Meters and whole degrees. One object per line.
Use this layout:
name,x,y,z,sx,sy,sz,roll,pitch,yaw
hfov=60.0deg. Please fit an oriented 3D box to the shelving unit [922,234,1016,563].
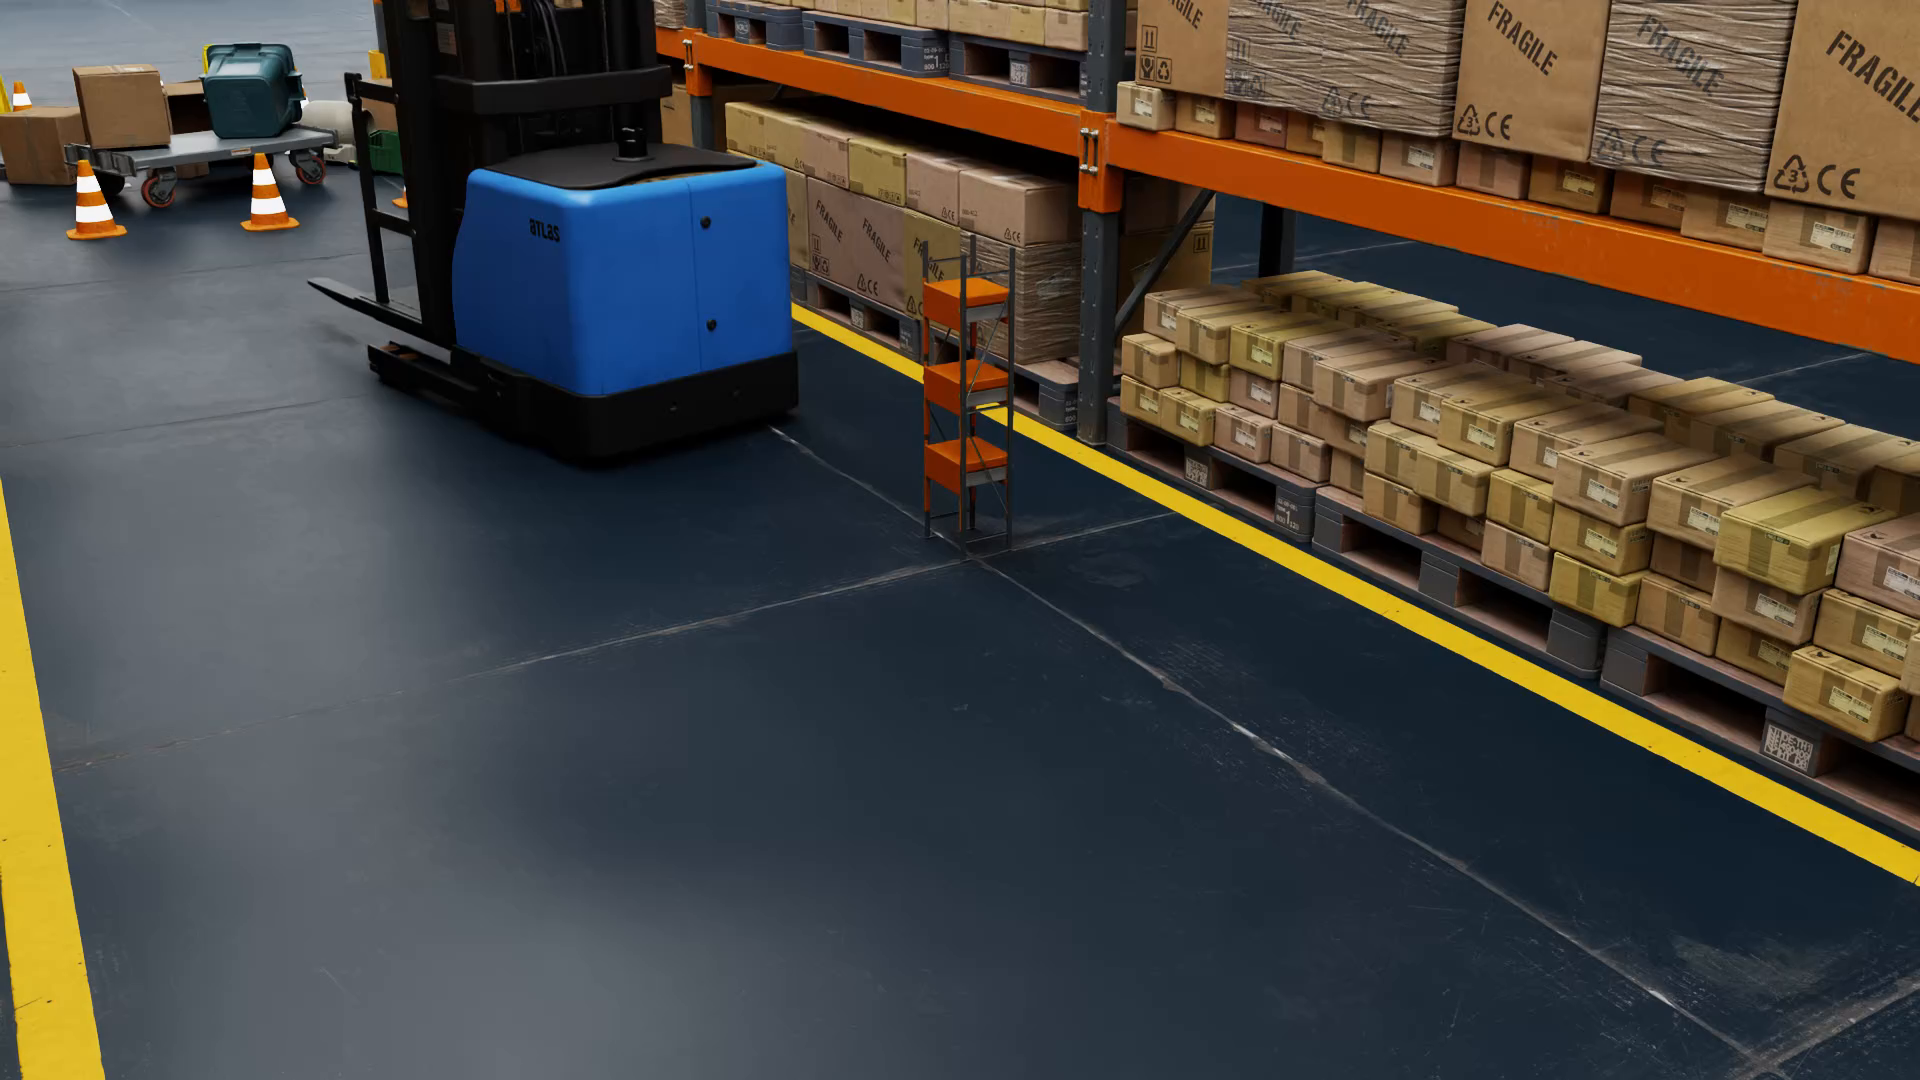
shelving unit,0.027,-0.469,5.571,0.215,1.050,0.252,-13,25,-28

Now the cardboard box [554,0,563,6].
cardboard box,-2.600,-3.963,11.444,0.500,0.500,0.500,-13,25,-29

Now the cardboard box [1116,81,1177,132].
cardboard box,0.800,-1.603,6.106,0.380,0.149,0.250,-12,25,-26

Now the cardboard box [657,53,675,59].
cardboard box,-2.266,-3.120,11.933,1.050,0.750,0.750,-13,25,-28

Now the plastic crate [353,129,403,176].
plastic crate,-4.365,-2.992,12.848,0.450,0.188,0.662,9,22,-4

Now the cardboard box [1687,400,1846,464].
cardboard box,2.411,-0.292,4.985,0.380,0.149,0.250,-12,25,-26

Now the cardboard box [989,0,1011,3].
cardboard box,0.304,-2.347,6.983,0.380,0.149,0.250,-11,25,-26

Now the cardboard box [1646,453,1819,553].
cardboard box,2.094,-0.099,4.511,0.380,0.149,0.250,-14,26,-30

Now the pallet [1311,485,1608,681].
pallet,1.938,0.023,5.473,1.003,0.211,1.213,-13,25,-28

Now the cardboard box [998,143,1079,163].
cardboard box,0.513,-1.720,7.826,0.500,0.250,0.500,-12,25,-27

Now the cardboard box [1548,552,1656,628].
cardboard box,1.931,0.103,4.804,0.380,0.149,0.250,-14,26,-31

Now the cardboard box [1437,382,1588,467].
cardboard box,1.711,-0.362,5.156,0.380,0.149,0.250,-12,25,-28

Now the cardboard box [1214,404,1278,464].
cardboard box,1.154,-0.412,6.070,0.380,0.149,0.250,-13,25,-28

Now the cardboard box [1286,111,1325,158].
cardboard box,1.311,-1.369,5.529,0.380,0.149,0.250,-14,26,-31

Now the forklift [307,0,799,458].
forklift,-2.054,-2.148,7.203,1.130,2.935,3.031,-19,29,-39

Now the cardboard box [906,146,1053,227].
cardboard box,0.088,-1.620,7.579,0.500,0.250,0.500,-11,25,-26

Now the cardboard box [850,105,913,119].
cardboard box,-0.264,-2.221,9.058,0.500,0.250,0.500,-12,25,-27

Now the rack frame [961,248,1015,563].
rack frame,0.090,-0.430,5.474,0.200,1.050,0.008,-13,25,-28

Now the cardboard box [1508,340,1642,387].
cardboard box,2.072,-0.551,5.621,0.380,0.149,0.250,-14,26,-30

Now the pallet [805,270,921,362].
pallet,-0.089,-1.230,8.556,1.003,0.211,1.213,-13,25,-28

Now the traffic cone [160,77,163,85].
traffic cone,-7.287,-4.031,15.115,0.336,0.463,0.334,-13,25,-28

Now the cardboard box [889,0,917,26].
cardboard box,-0.104,-2.464,7.666,0.380,0.149,0.250,-11,25,-26

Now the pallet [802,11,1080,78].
pallet,-0.060,-2.447,8.104,1.003,0.211,1.213,-13,25,-28

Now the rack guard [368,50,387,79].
rack guard,-5.205,-4.609,16.486,1.175,0.500,0.348,-13,25,-28

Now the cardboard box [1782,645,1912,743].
cardboard box,2.314,0.353,4.189,0.380,0.149,0.250,-12,25,-27

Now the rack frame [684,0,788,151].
rack frame,-1.106,-3.169,9.625,1.000,3.000,0.127,-13,25,-28

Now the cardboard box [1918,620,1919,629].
cardboard box,2.492,0.148,3.901,0.380,0.149,0.250,-12,25,-28

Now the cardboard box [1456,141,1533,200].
cardboard box,1.692,-1.109,4.889,0.380,0.149,0.250,-12,25,-26

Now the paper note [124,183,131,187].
paper note,-6.157,-2.603,12.176,0.148,0.019,0.142,-13,25,-28

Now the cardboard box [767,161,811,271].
cardboard box,-0.704,-1.766,8.934,0.500,0.500,0.500,-12,25,-28

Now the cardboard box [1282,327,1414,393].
cardboard box,1.349,-0.619,5.790,0.380,0.149,0.250,-13,26,-30

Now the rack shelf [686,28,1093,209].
rack shelf,-0.085,-2.188,8.168,1.077,0.370,4.000,-13,25,-28

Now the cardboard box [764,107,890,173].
cardboard box,-0.703,-2.119,8.808,0.500,0.250,0.500,-13,25,-29

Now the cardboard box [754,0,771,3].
cardboard box,-0.914,-2.977,8.928,0.380,0.149,0.250,-11,25,-26

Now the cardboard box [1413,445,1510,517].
cardboard box,1.643,-0.210,5.179,0.380,0.149,0.250,-12,25,-28

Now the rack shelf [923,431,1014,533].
rack shelf,0.027,-0.202,5.680,0.215,0.259,0.240,-13,25,-28

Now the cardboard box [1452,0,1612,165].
cardboard box,1.758,-1.353,4.629,0.500,0.500,0.500,-11,25,-26

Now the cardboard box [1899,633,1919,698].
cardboard box,2.465,0.293,3.941,0.380,0.149,0.250,-13,26,-30

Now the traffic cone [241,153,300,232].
traffic cone,-4.509,-2.270,10.783,0.336,0.463,0.334,-13,25,-28

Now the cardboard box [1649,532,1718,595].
cardboard box,2.150,0.018,4.616,0.380,0.149,0.250,-13,25,-29

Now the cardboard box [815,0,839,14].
cardboard box,-0.499,-2.717,8.288,0.380,0.149,0.250,-12,25,-27

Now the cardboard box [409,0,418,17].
cardboard box,-4.790,-4.762,15.808,0.875,0.875,0.875,-12,25,-28

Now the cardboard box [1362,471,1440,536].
cardboard box,1.545,-0.156,5.441,0.380,0.149,0.250,-13,26,-30

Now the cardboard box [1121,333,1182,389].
cardboard box,0.847,-0.707,6.401,0.380,0.149,0.250,-11,25,-26

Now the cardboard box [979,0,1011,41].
cardboard box,0.305,-2.208,7.036,0.380,0.149,0.250,-13,25,-28

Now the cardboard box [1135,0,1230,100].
cardboard box,0.973,-1.850,5.851,0.500,0.500,0.500,-13,26,-29

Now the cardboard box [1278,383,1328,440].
cardboard box,1.344,-0.483,5.848,0.380,0.149,0.250,-14,26,-31

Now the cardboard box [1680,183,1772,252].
cardboard box,2.075,-0.849,4.251,0.380,0.149,0.250,-14,26,-31

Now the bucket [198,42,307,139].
bucket,-5.201,-3.252,12.158,0.726,0.611,0.620,-4,32,-10

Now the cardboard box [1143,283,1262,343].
cardboard box,0.935,-0.872,6.413,0.380,0.149,0.250,-11,25,-26

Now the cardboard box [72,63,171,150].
cardboard box,-5.838,-3.024,11.582,0.500,0.500,0.500,-13,25,-28

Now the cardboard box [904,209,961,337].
cardboard box,0.081,-1.268,7.710,0.500,0.500,0.500,-13,26,-29

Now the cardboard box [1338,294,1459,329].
cardboard box,1.640,-0.804,6.245,0.380,0.149,0.250,-13,25,-29
